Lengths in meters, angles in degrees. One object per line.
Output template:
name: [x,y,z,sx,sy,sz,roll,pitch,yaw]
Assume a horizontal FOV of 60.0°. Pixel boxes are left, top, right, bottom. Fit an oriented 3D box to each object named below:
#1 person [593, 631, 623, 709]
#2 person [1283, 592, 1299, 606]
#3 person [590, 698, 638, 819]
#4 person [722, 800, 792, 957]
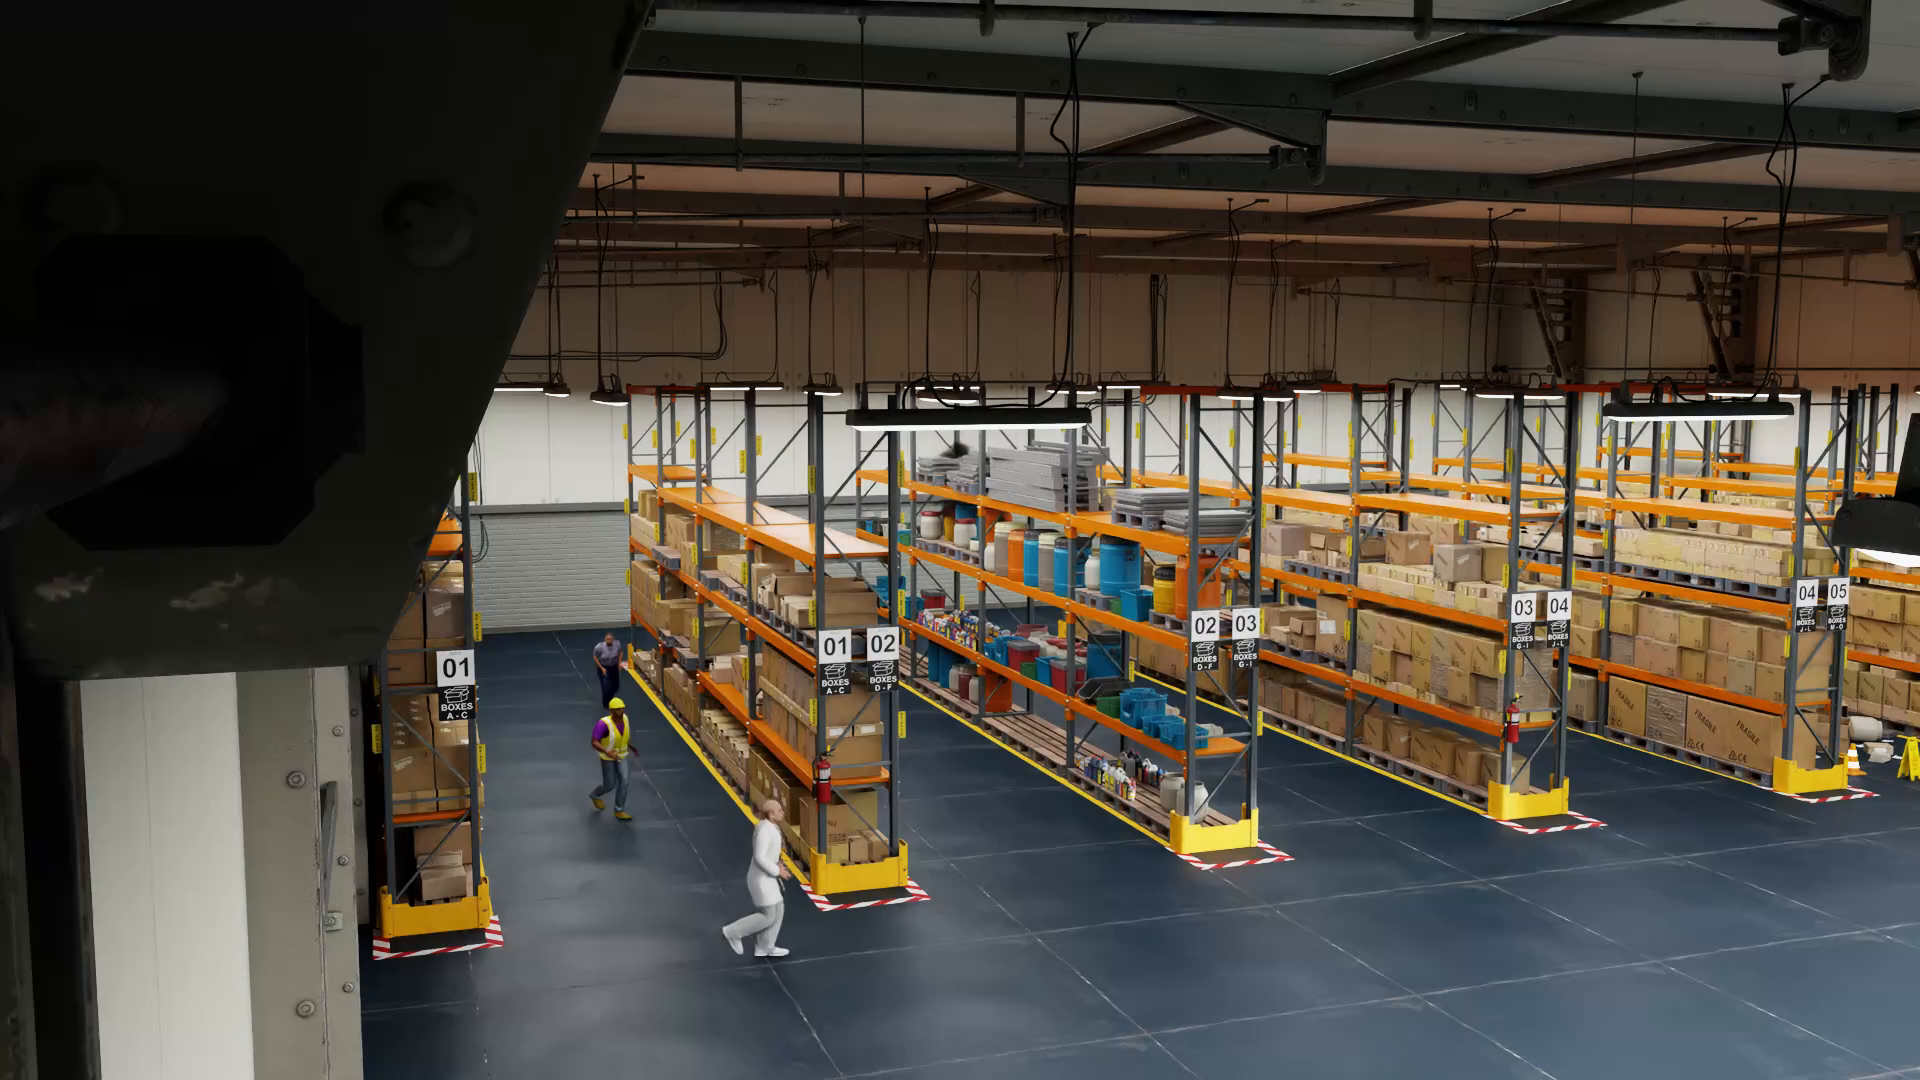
person: [-6.555,2.395,30.954,0.642,1.501,0.832,-5,7,-37]
person: [8.166,1.218,41.275,0.624,1.780,0.601,2,6,20]
person: [-4.950,3.058,23.500,0.700,1.720,0.821,-6,8,-44]
person: [-2.174,3.642,17.861,0.750,1.725,0.709,0,6,-1]
